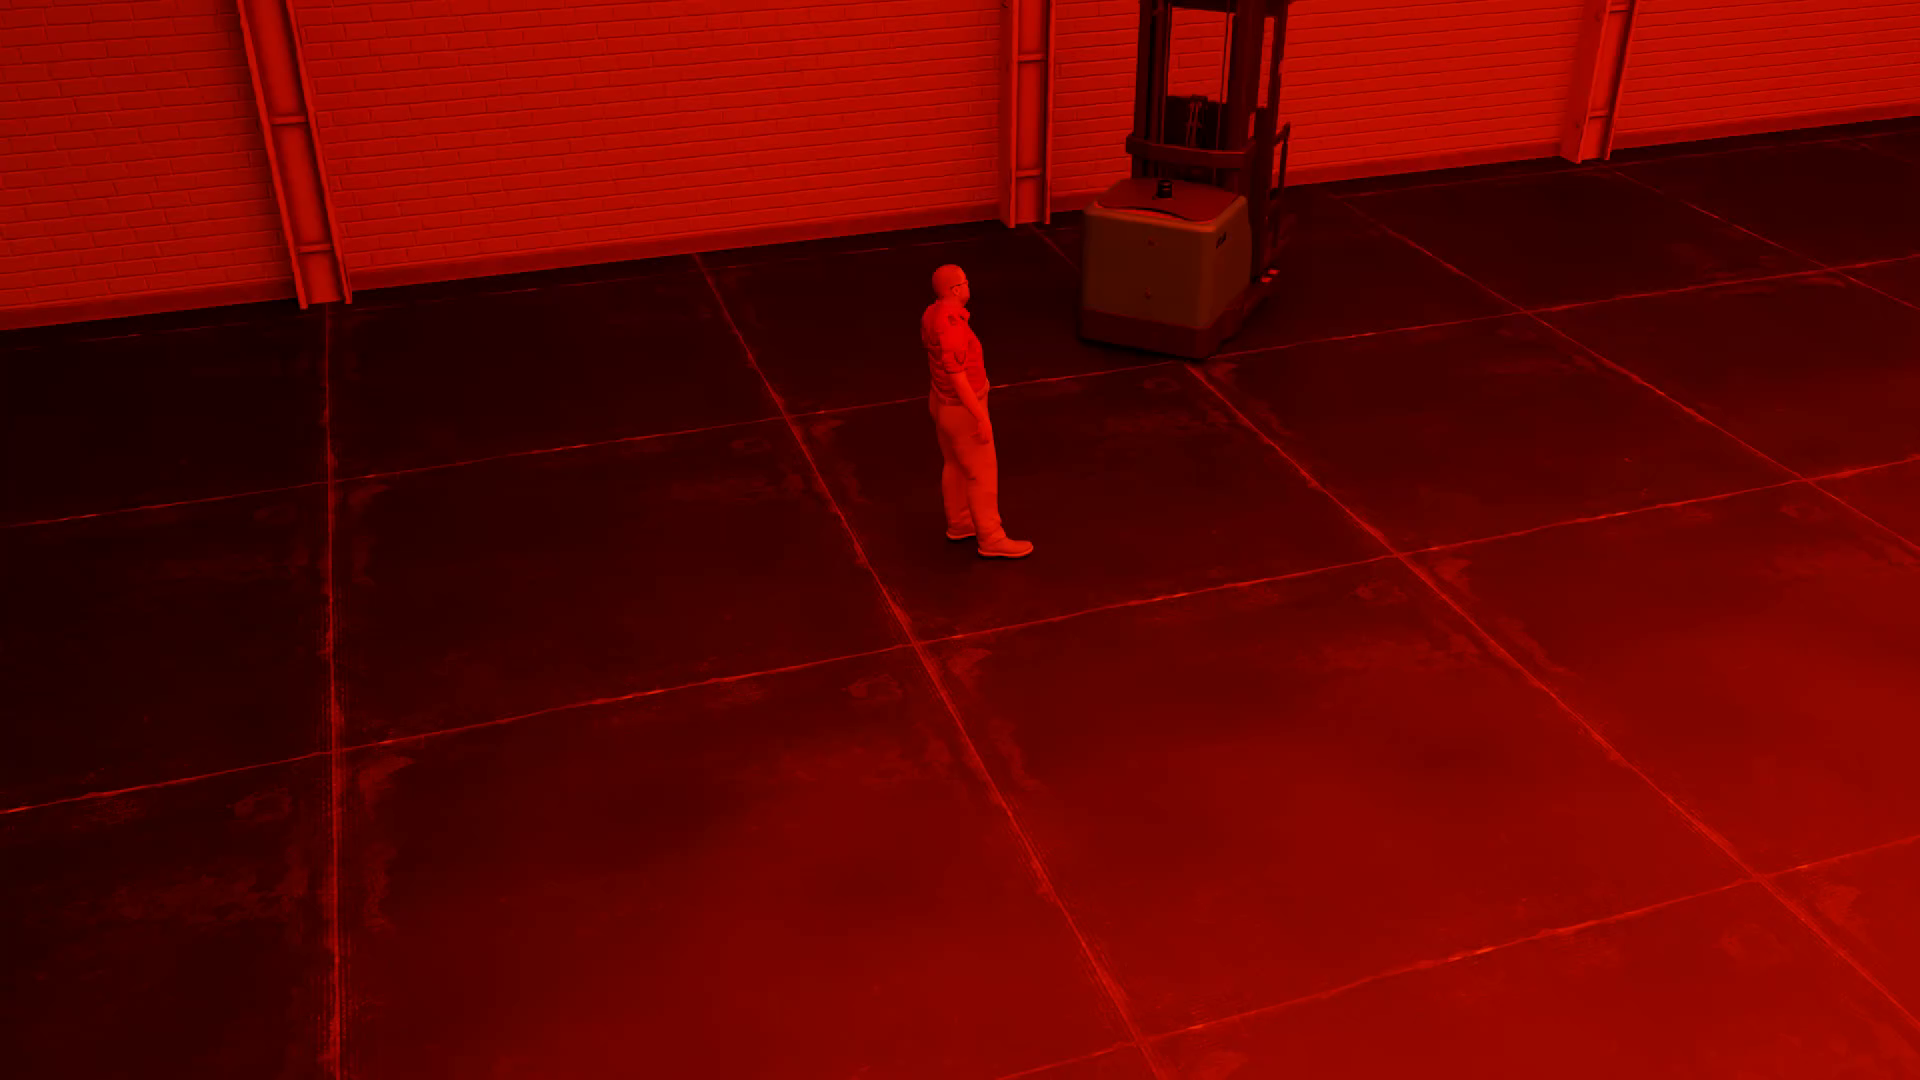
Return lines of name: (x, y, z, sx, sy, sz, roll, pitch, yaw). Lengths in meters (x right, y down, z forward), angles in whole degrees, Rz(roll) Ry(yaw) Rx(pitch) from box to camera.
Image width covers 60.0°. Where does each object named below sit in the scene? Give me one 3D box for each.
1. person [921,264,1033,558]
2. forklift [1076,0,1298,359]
person: (0.089, -0.765, 9.606, 0.550, 1.727, 0.641, -10, 31, -16)
forklift: (1.981, -3.313, 12.844, 1.130, 2.935, 3.031, 14, 33, 22)
